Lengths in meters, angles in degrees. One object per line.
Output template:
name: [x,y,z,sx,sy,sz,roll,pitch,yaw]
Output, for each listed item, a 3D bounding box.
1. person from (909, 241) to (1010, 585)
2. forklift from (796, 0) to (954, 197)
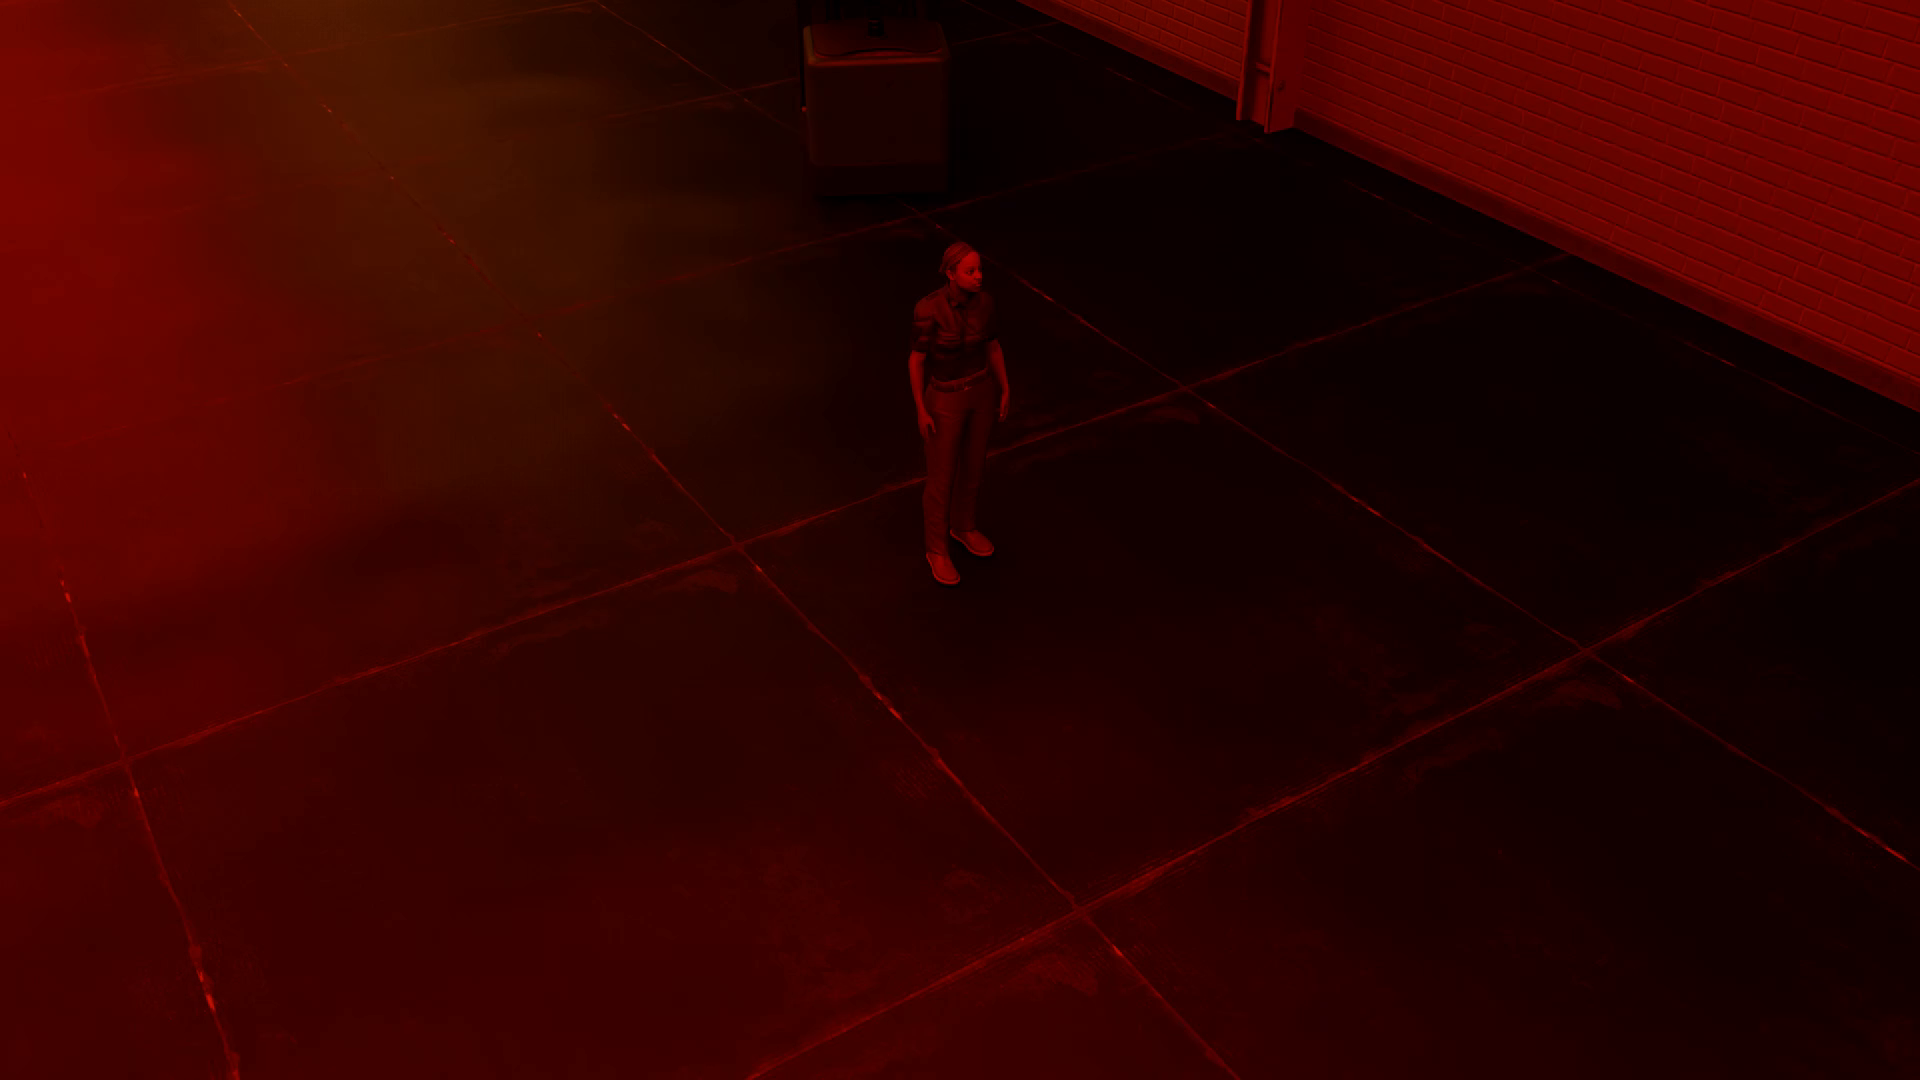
person: [0.031,-0.634,8.149,0.569,1.654,0.504,-21,40,-27]
forklift: [-0.733,-4.539,12.608,1.130,2.935,3.031,-4,35,-6]
